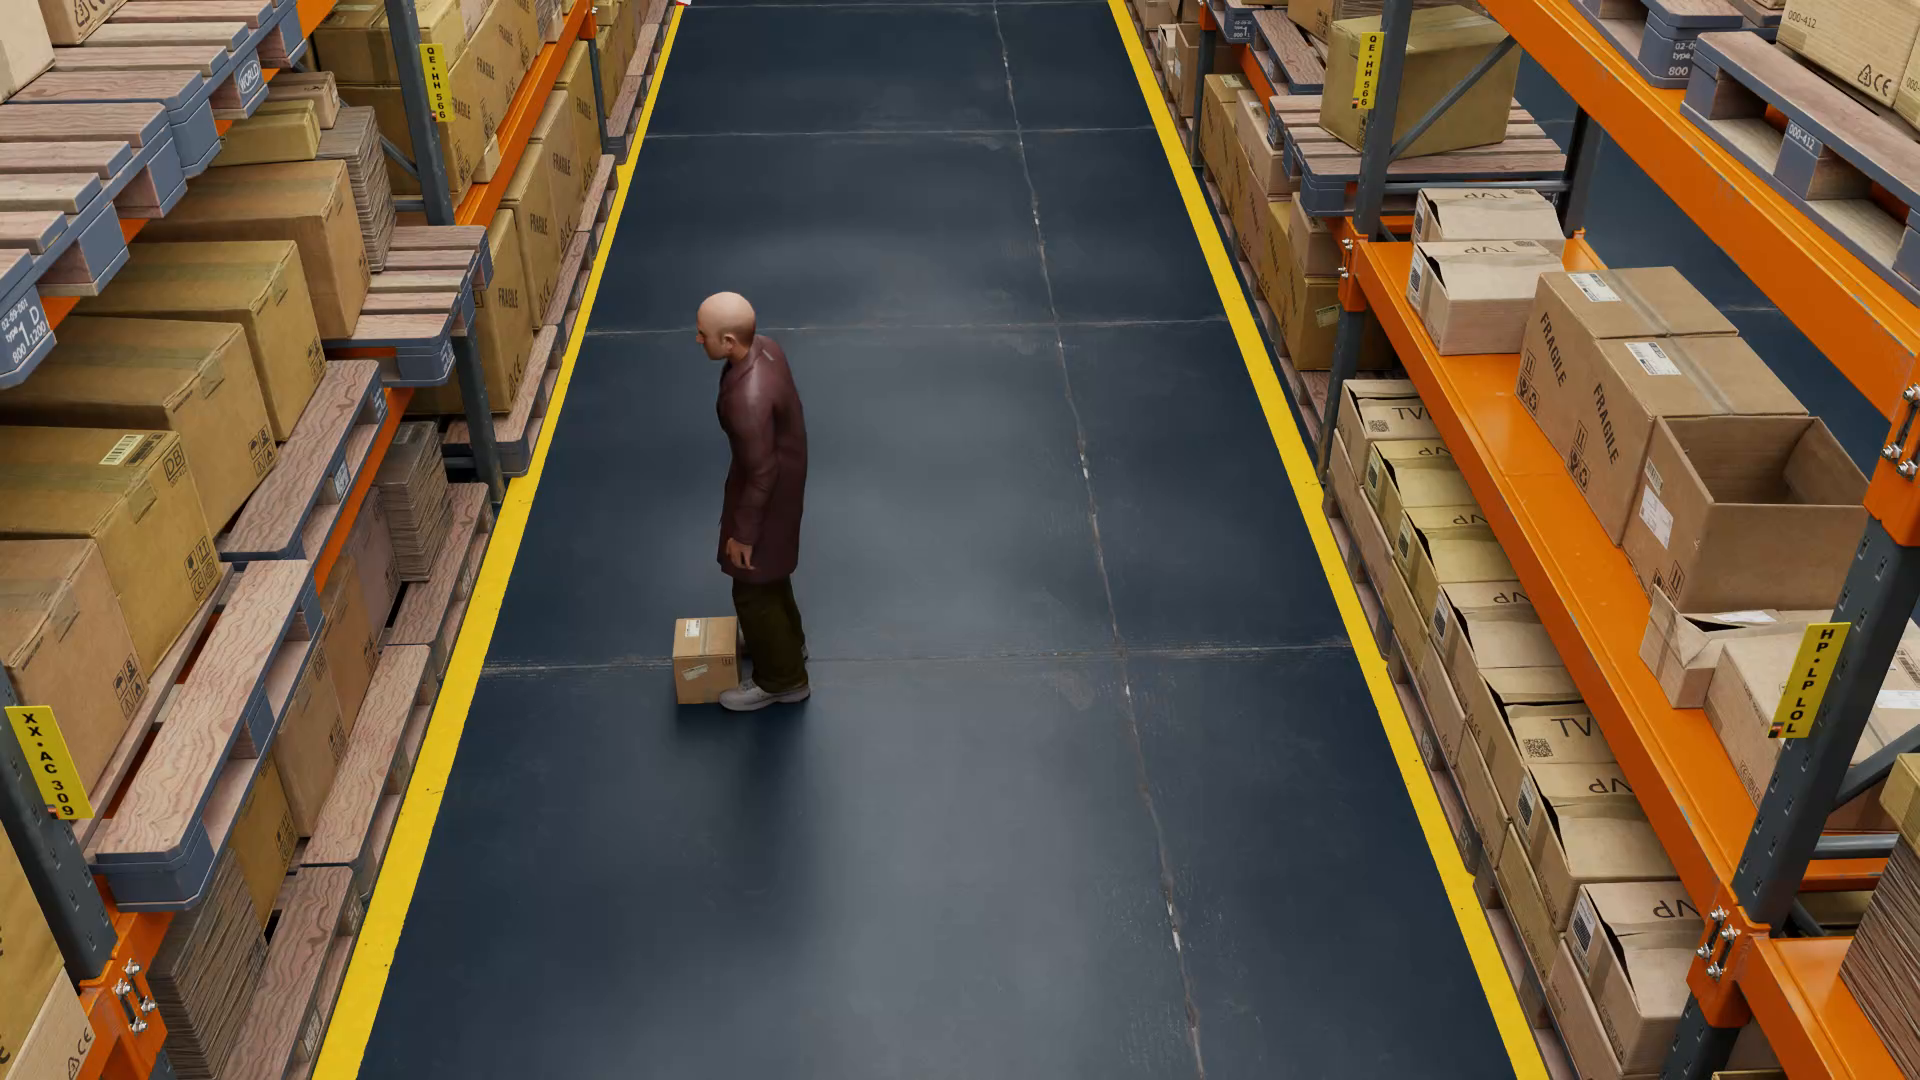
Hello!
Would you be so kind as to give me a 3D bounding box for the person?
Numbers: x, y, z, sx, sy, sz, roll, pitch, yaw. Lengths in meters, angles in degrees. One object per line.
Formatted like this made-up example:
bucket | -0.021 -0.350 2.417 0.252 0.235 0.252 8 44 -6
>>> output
person | -0.783 -0.148 6.371 0.426 1.774 0.644 -1 35 -2
